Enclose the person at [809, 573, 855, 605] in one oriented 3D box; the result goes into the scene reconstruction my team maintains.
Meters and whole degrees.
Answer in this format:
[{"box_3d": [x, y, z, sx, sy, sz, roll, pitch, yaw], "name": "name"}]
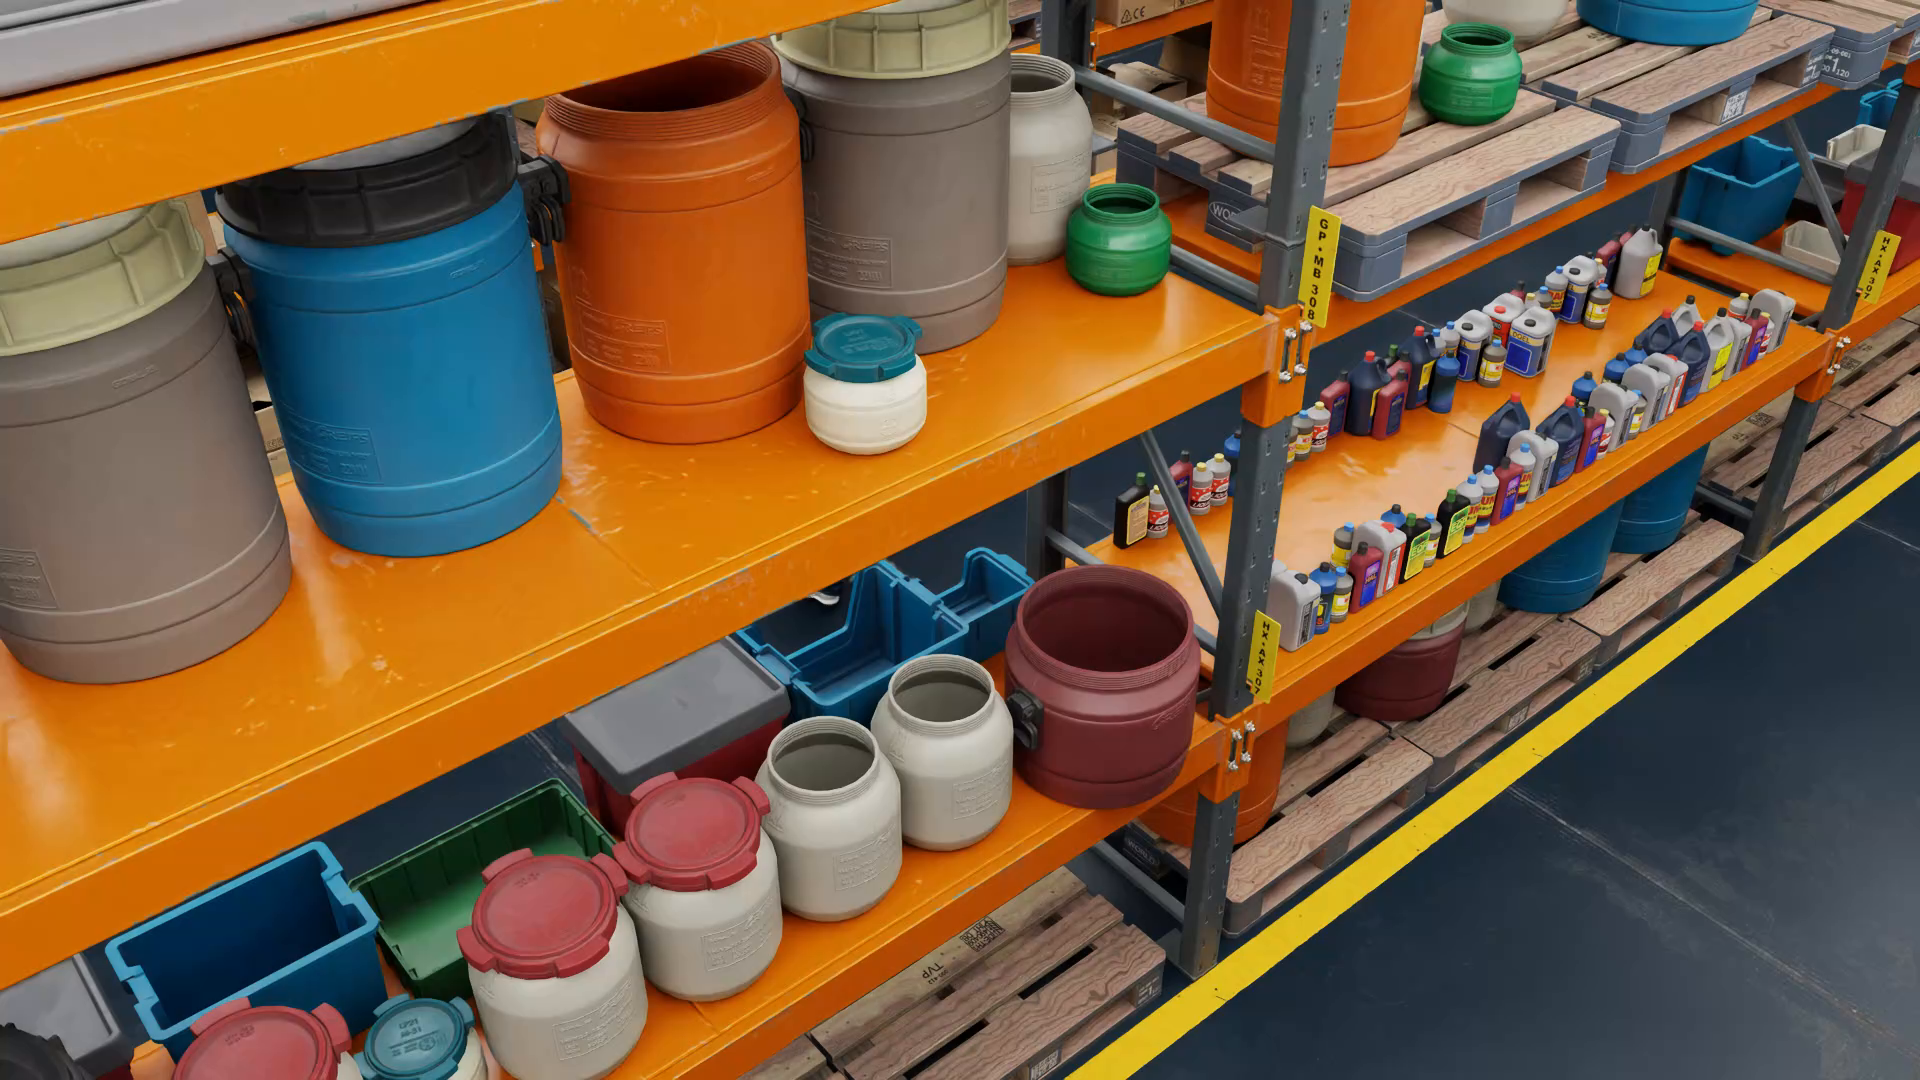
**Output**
[{"box_3d": [-0.593, -0.410, 7.616, 0.450, 1.580, 0.441, -24, 42, -29], "name": "person"}]
